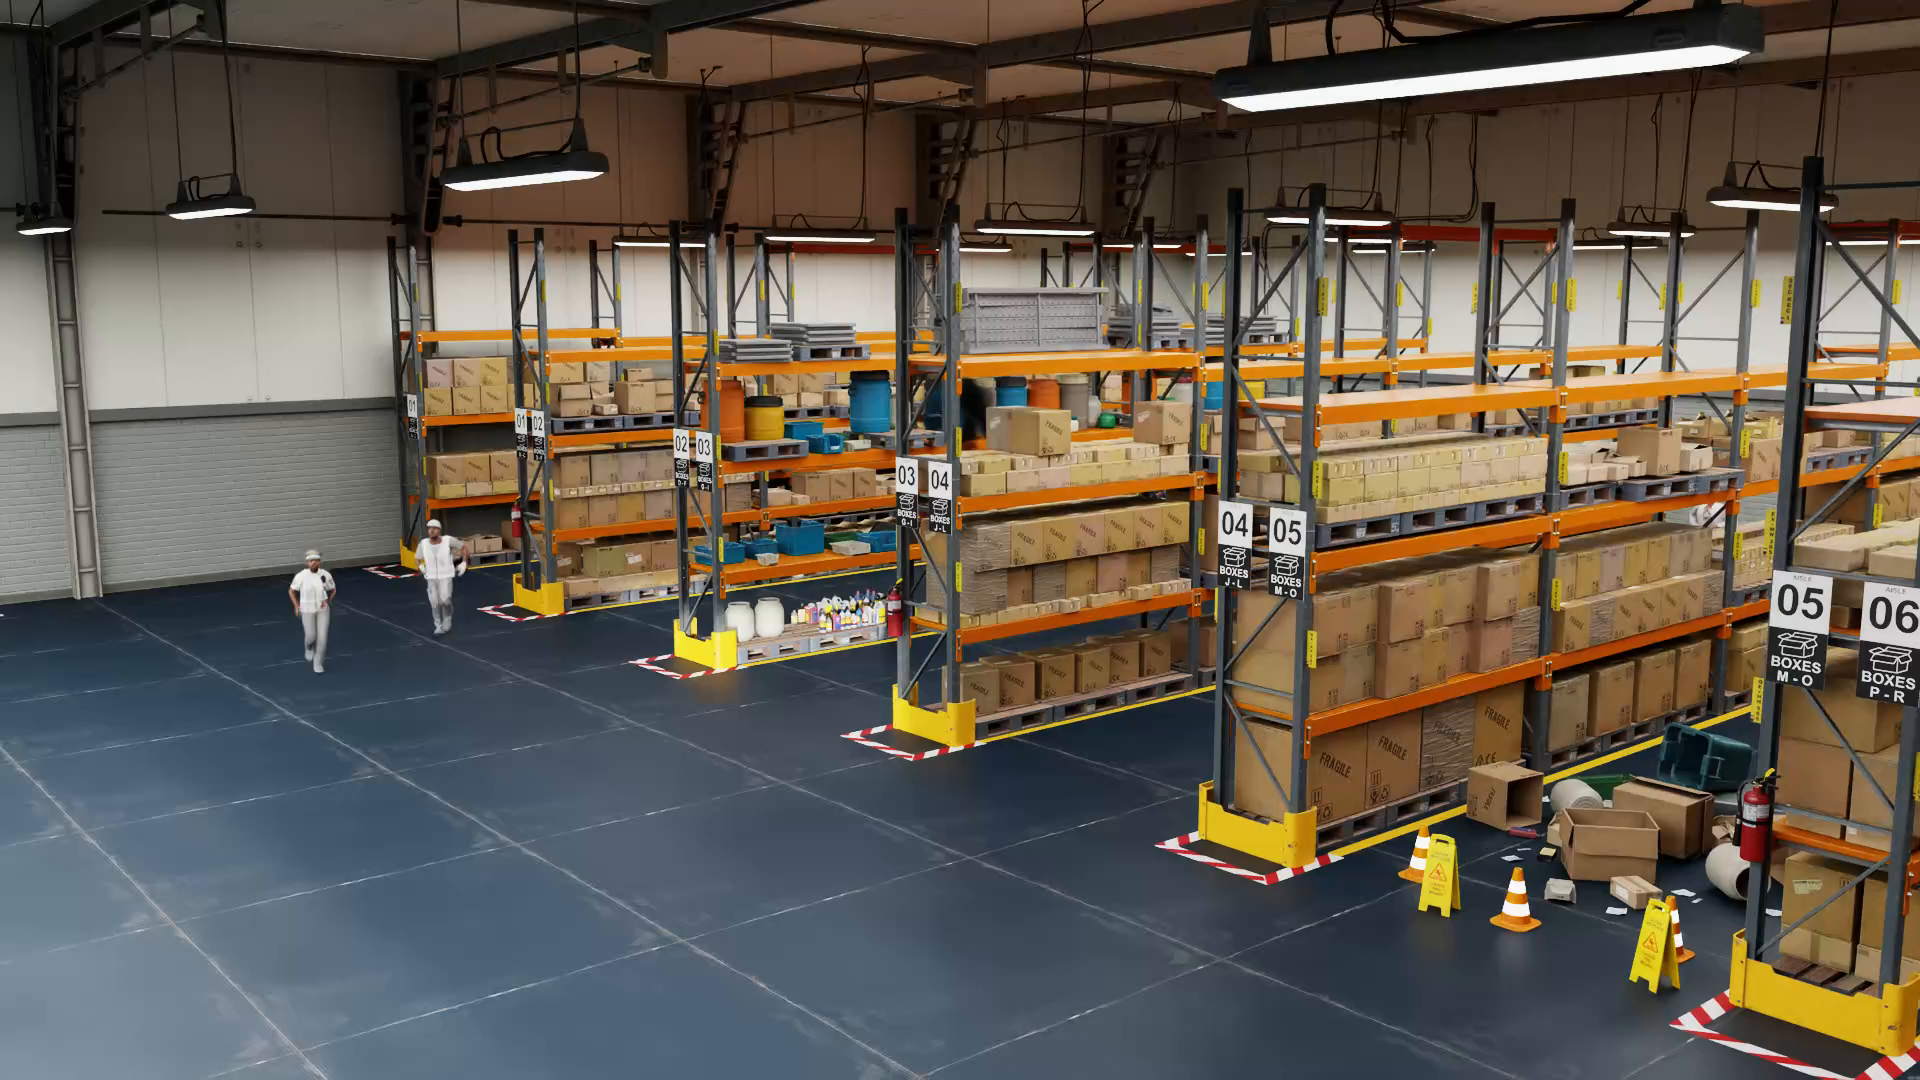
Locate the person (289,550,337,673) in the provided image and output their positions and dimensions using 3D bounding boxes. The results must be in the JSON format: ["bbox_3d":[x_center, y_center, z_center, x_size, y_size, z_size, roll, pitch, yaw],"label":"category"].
[{"bbox_3d":[-8.617,0.947,22.227,0.588,1.654,0.509,-5,10,-29],"label":"person"}]

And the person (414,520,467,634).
[{"bbox_3d":[-7.618,0.558,24.368,0.712,1.732,0.774,-1,9,-3],"label":"person"}]

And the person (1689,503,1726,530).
[{"bbox_3d":[12.386,0.046,27.514,0.757,1.806,0.958,7,11,39],"label":"person"}]
